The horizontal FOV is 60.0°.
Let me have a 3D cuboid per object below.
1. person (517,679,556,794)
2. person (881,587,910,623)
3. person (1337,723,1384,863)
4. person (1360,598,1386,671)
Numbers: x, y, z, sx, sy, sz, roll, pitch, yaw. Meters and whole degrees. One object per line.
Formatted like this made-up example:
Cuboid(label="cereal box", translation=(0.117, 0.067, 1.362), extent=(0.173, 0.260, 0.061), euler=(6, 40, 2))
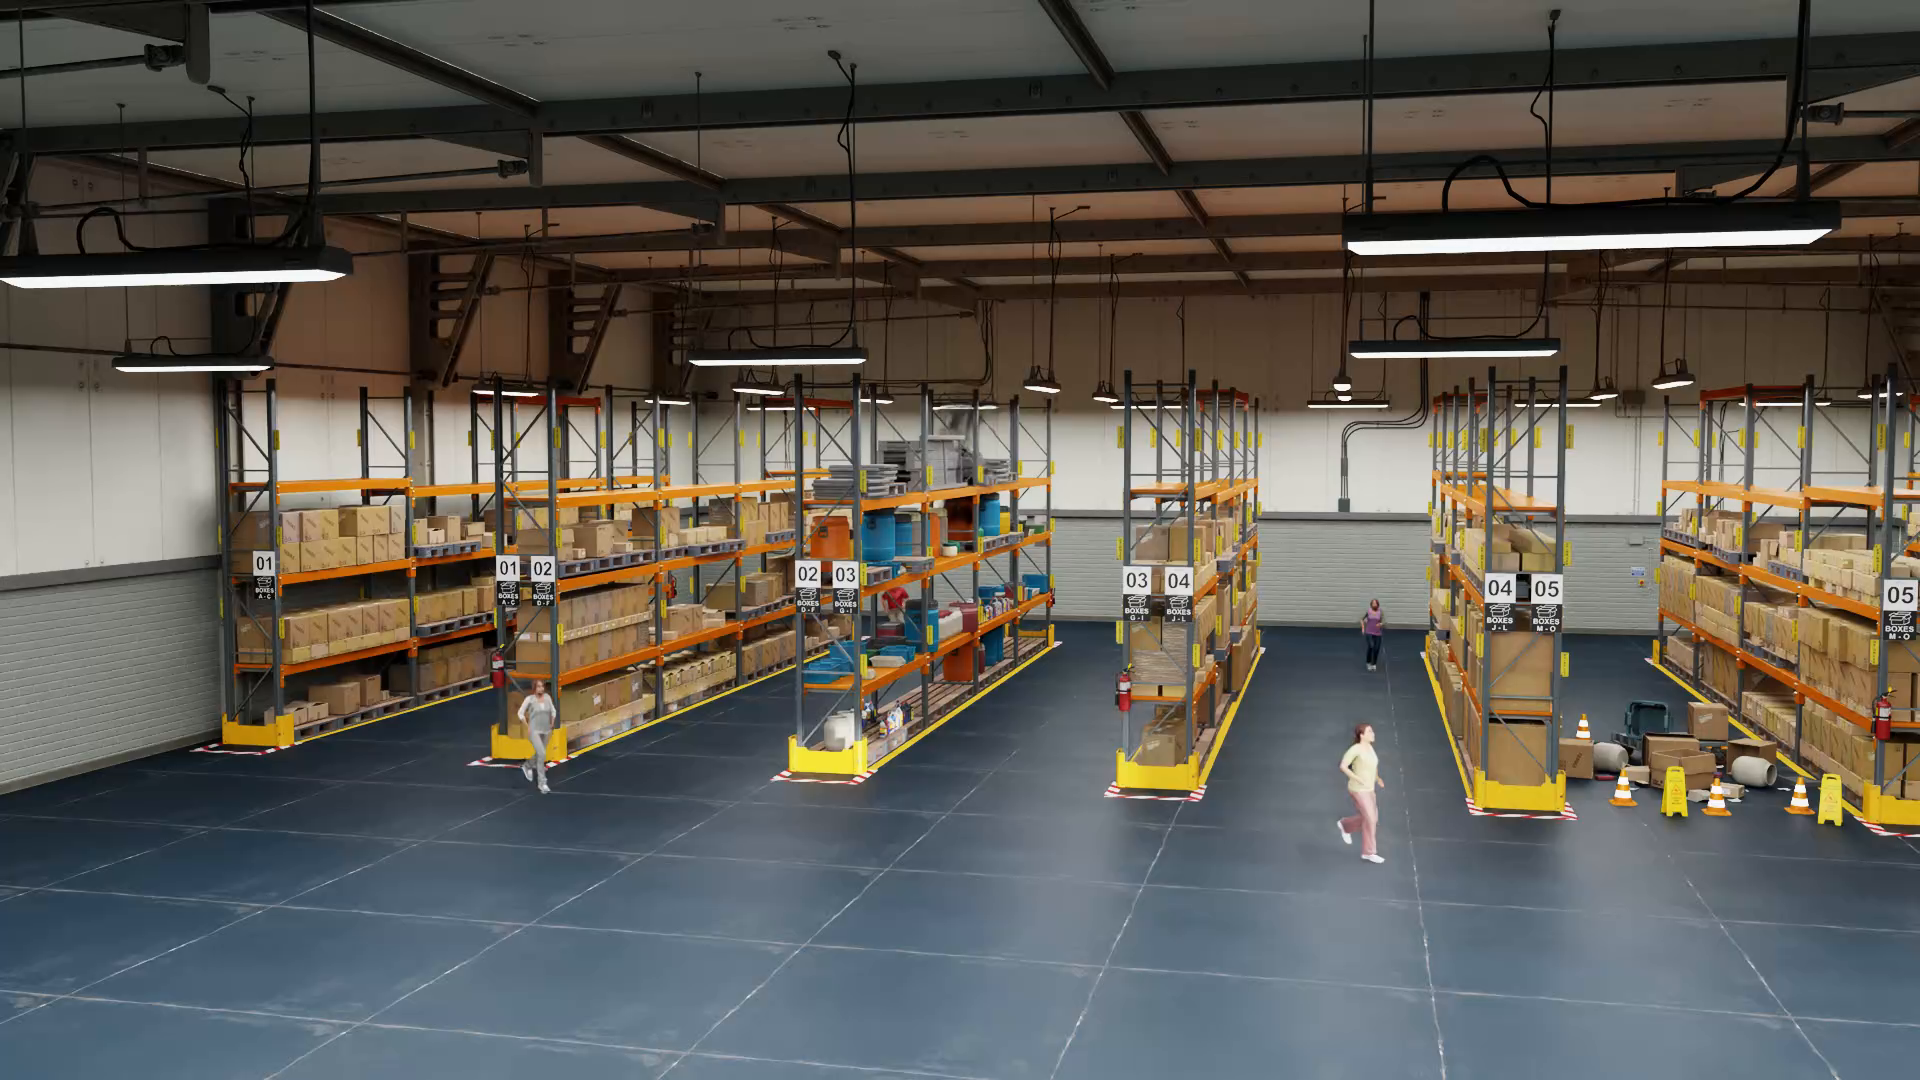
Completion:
Cuboid(label="person", translation=(-6.062, 2.788, 23.815), extent=(0.533, 1.598, 0.759), euler=(-3, 5, -43))
Cuboid(label="person", translation=(-1.568, 1.760, 40.155), extent=(0.711, 1.670, 0.619), euler=(0, 3, 2))
Cuboid(label="person", translation=(4.759, 2.997, 19.901), extent=(0.581, 1.655, 0.710), euler=(-3, 5, -43))
Cuboid(label="person", translation=(8.914, 2.046, 35.858), extent=(0.508, 1.572, 0.643), euler=(0, 3, 4))
